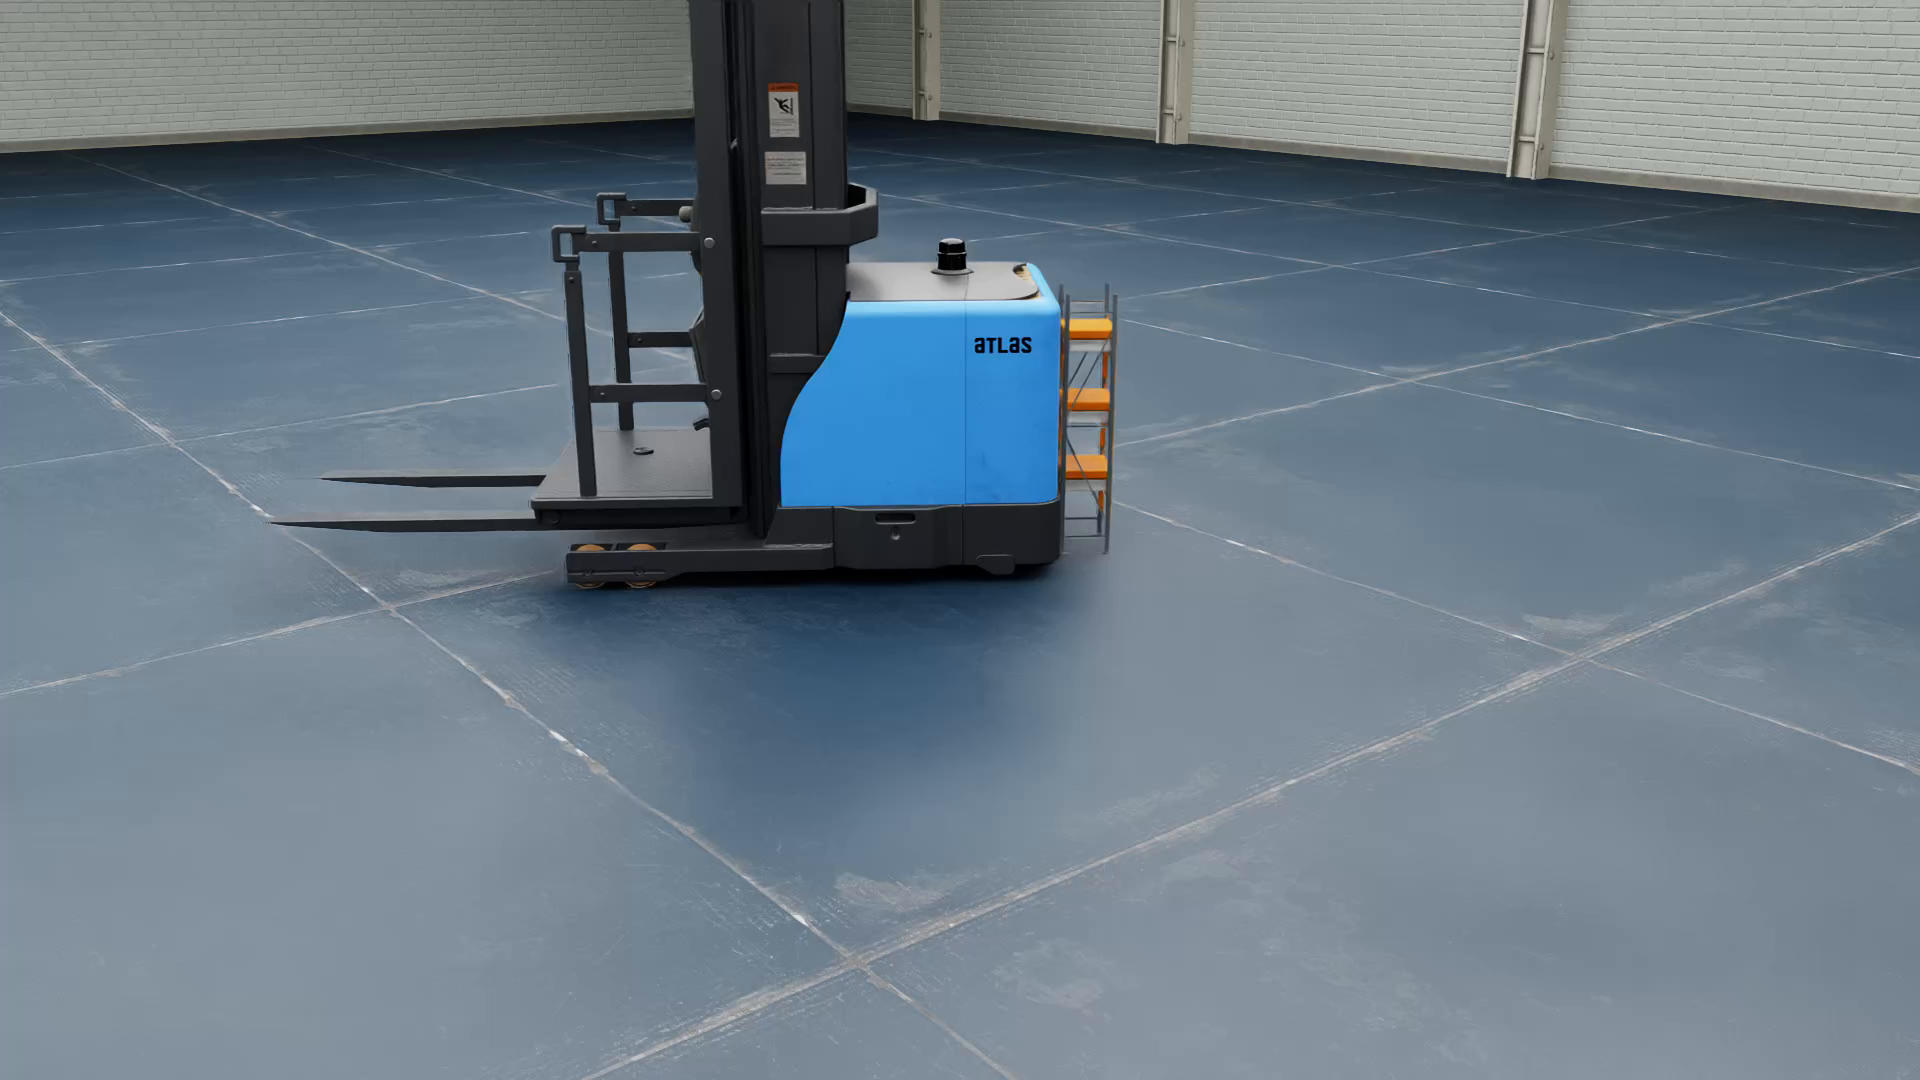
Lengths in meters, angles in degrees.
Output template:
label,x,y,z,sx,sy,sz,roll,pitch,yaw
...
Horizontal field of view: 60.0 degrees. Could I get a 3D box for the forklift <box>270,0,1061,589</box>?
label,x,y,z,sx,sy,sz,roll,pitch,yaw
forklift,-1.146,-1.375,6.352,3.031,2.935,1.130,-1,18,-2

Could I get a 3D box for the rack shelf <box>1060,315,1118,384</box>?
label,x,y,z,sx,sy,sz,roll,pitch,yaw
rack shelf,0.497,-0.739,6.553,0.215,0.259,0.240,-1,18,-3

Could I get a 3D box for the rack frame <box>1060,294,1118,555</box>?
label,x,y,z,sx,sy,sz,roll,pitch,yaw
rack frame,0.502,-0.441,6.523,0.200,1.050,0.008,-1,18,-3

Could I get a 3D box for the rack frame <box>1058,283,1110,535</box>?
label,x,y,z,sx,sy,sz,roll,pitch,yaw
rack frame,0.491,-0.518,6.755,0.200,1.050,0.008,-1,18,-3

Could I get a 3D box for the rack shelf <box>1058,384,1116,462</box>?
label,x,y,z,sx,sy,sz,roll,pitch,yaw
rack shelf,0.496,-0.470,6.643,0.215,0.259,0.240,-1,18,-3

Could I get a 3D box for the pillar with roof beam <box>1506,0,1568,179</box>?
label,x,y,z,sx,sy,sz,roll,pitch,yaw
pillar with roof beam,3.491,-7.820,16.162,9.100,9.000,0.400,-14,23,-36

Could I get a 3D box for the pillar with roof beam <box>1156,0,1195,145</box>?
label,x,y,z,sx,sy,sz,roll,pitch,yaw
pillar with roof beam,-0.234,-9.298,20.627,9.100,9.000,0.400,-14,23,-36

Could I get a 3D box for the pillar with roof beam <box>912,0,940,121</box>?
label,x,y,z,sx,sy,sz,roll,pitch,yaw
pillar with roof beam,-3.960,-10.777,25.092,9.100,9.000,0.400,-14,23,-36

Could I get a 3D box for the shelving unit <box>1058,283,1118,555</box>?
label,x,y,z,sx,sy,sz,roll,pitch,yaw
shelving unit,0.496,-0.480,6.639,0.215,1.050,0.252,-1,18,-3

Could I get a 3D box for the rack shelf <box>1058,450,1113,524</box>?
label,x,y,z,sx,sy,sz,roll,pitch,yaw
rack shelf,0.495,-0.206,6.730,0.215,0.259,0.240,-1,18,-3
